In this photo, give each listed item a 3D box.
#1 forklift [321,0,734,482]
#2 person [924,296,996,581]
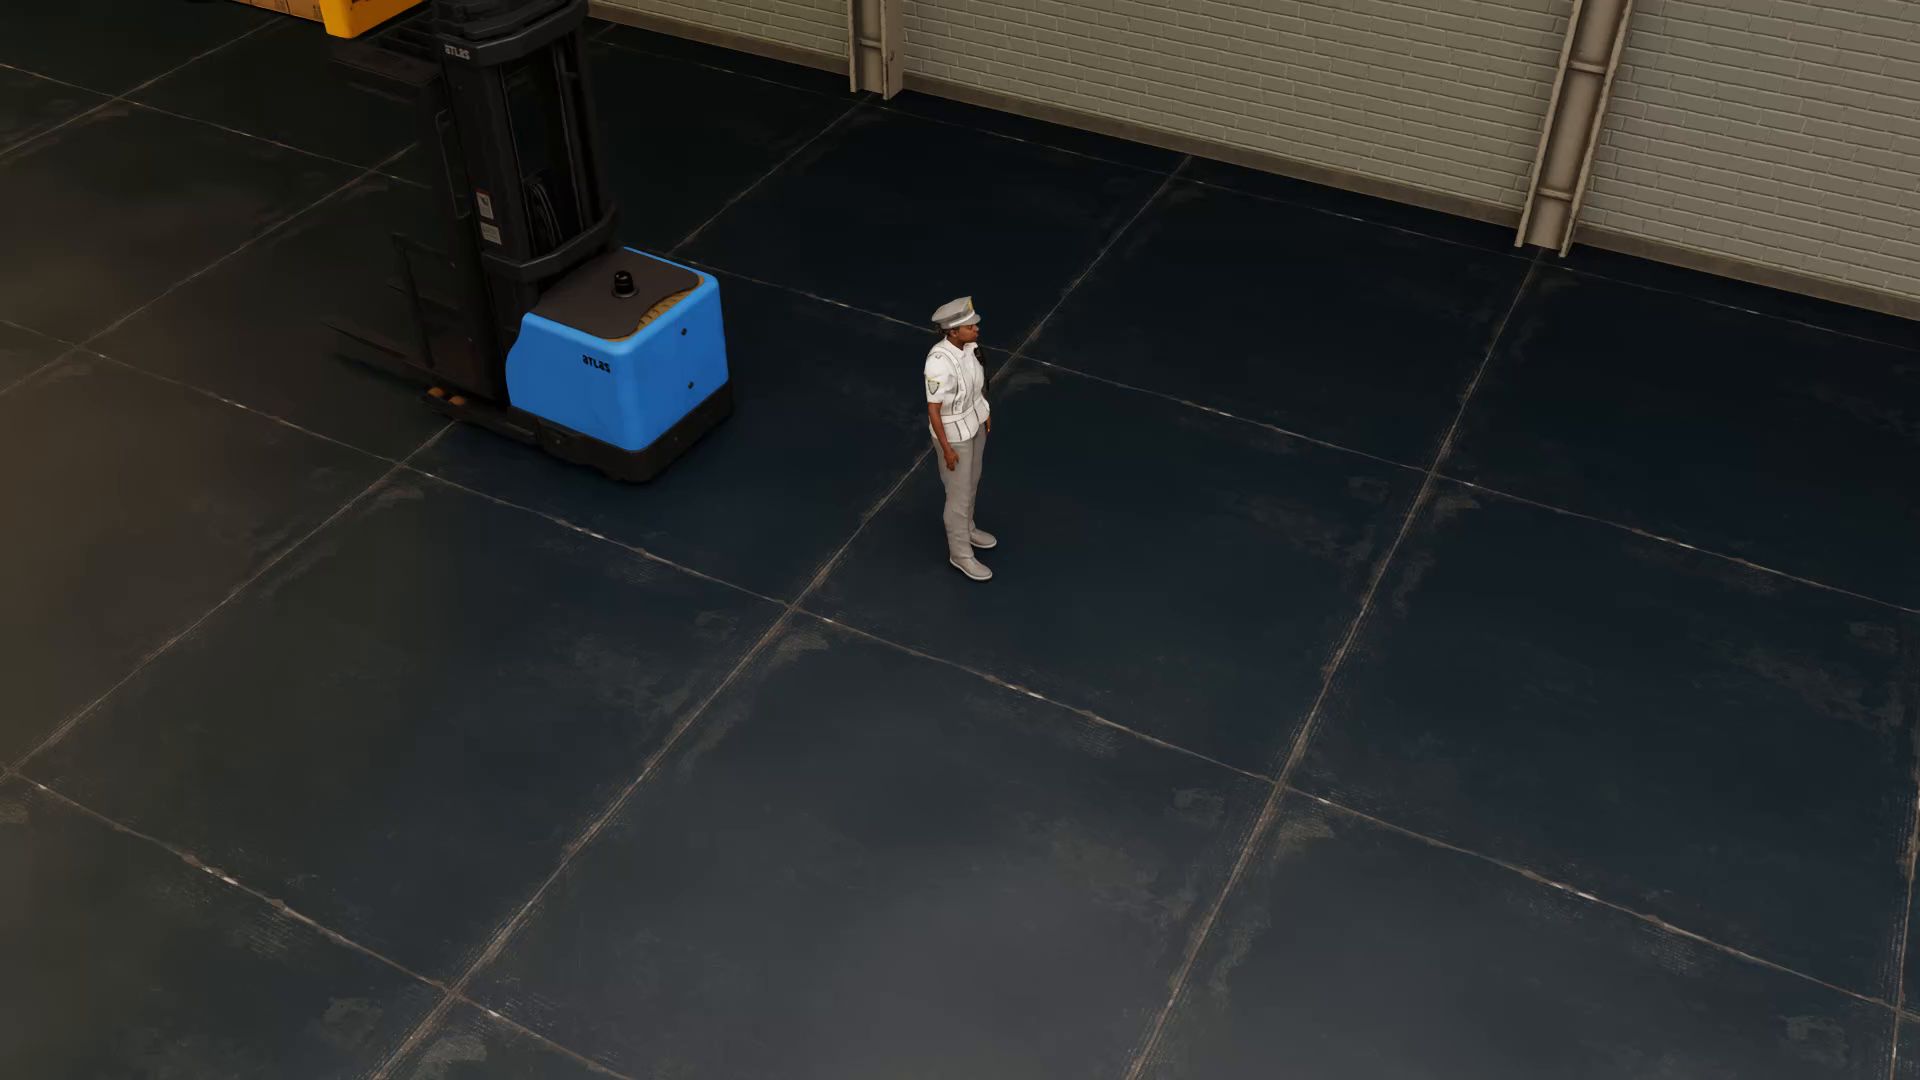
[{"bbox_3d":[-3.052,-2.194,10.592,3.031,2.935,1.130,21,44,23],"label":"forklift"},{"bbox_3d":[0.058,-0.620,9.671,0.528,1.695,0.569,18,43,21],"label":"person"}]
